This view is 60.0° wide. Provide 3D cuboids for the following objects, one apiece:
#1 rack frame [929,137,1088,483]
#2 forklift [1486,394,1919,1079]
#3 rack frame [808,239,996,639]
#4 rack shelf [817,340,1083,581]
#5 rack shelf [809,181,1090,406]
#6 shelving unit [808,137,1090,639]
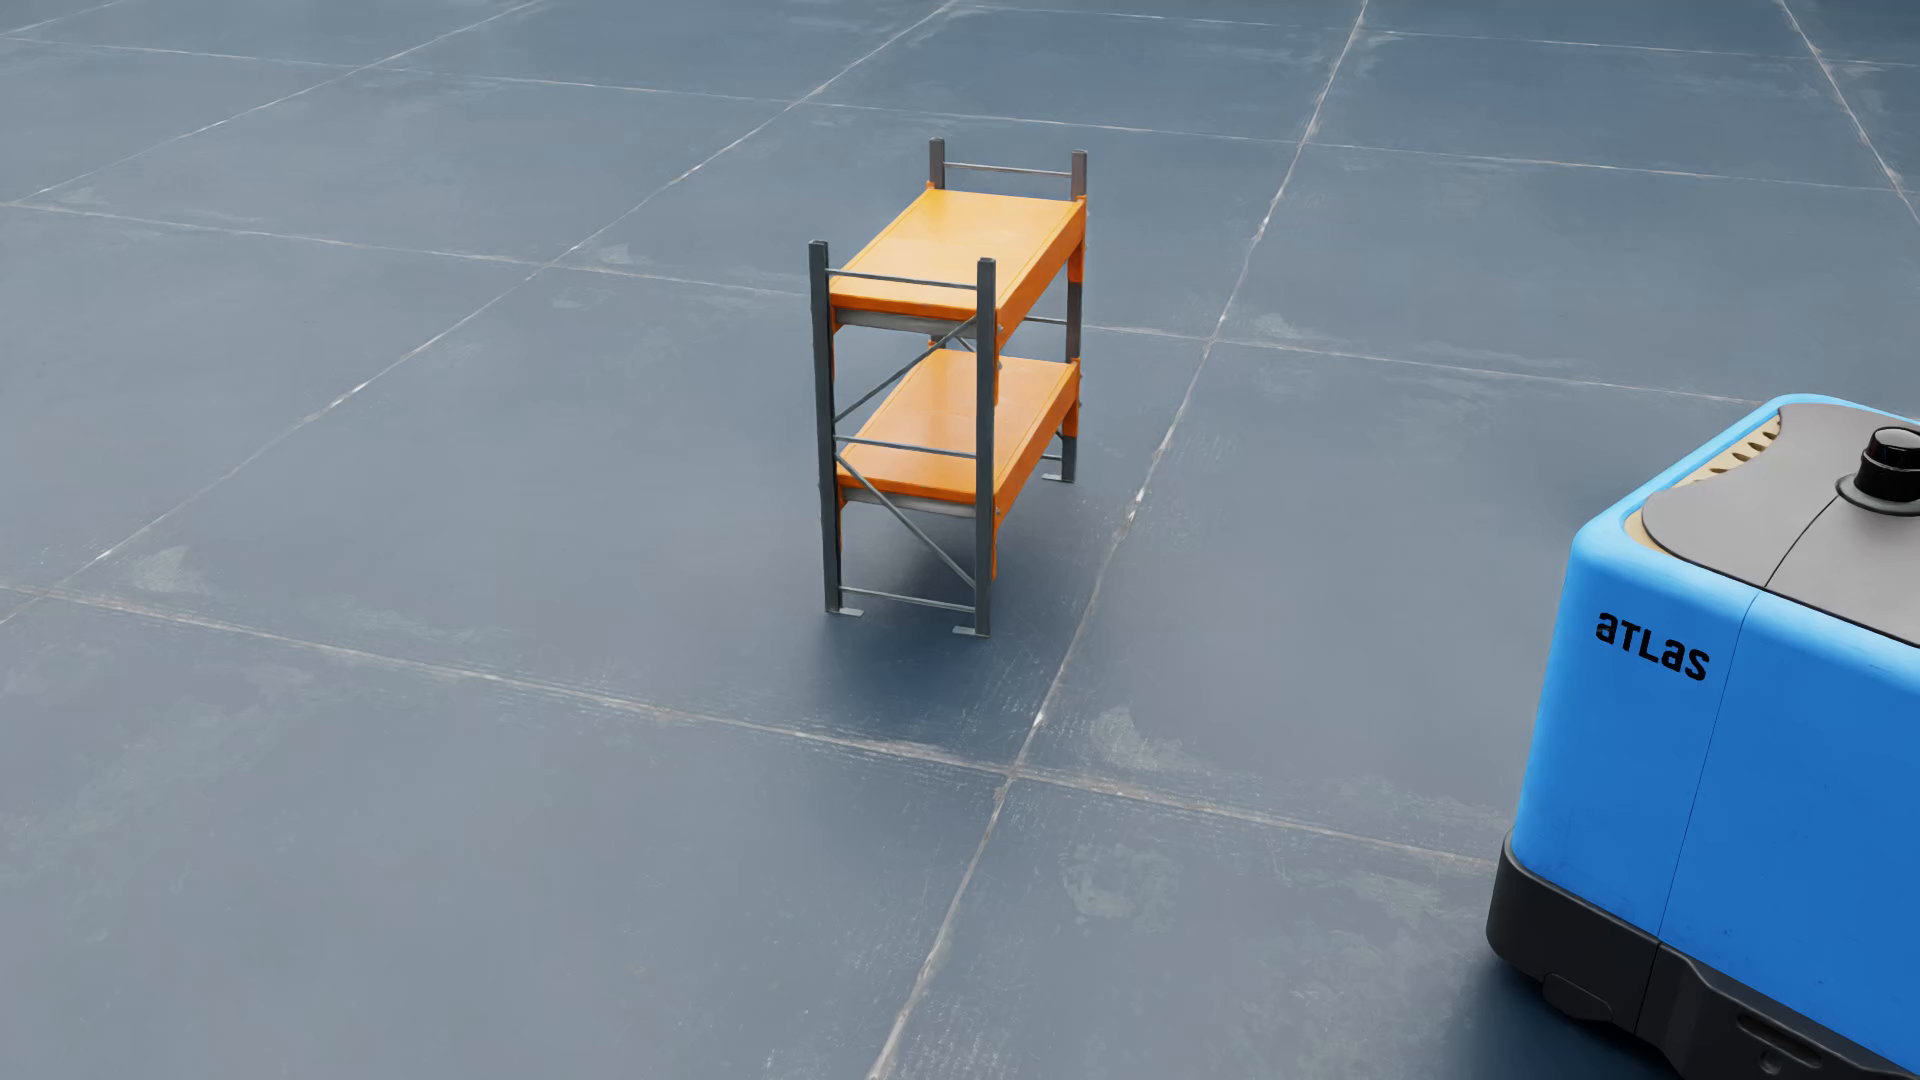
[{"bbox_3d":[0.147,-0.725,5.396,0.500,1.125,0.032,8,30,15],"label":"rack frame"},{"bbox_3d":[2.511,-0.006,2.246,1.130,2.935,3.031,-25,38,-37],"label":"forklift"},{"bbox_3d":[-0.151,-0.252,4.546,0.500,1.125,0.032,8,30,15],"label":"rack frame"},{"bbox_3d":[-0.002,-0.275,5.090,0.538,0.278,1.000,8,30,15],"label":"rack shelf"},{"bbox_3d":[-0.002,-0.744,4.829,0.538,0.278,1.000,8,30,15],"label":"rack shelf"},{"bbox_3d":[-0.002,-0.488,4.971,0.538,1.125,1.048,8,30,15],"label":"shelving unit"}]
